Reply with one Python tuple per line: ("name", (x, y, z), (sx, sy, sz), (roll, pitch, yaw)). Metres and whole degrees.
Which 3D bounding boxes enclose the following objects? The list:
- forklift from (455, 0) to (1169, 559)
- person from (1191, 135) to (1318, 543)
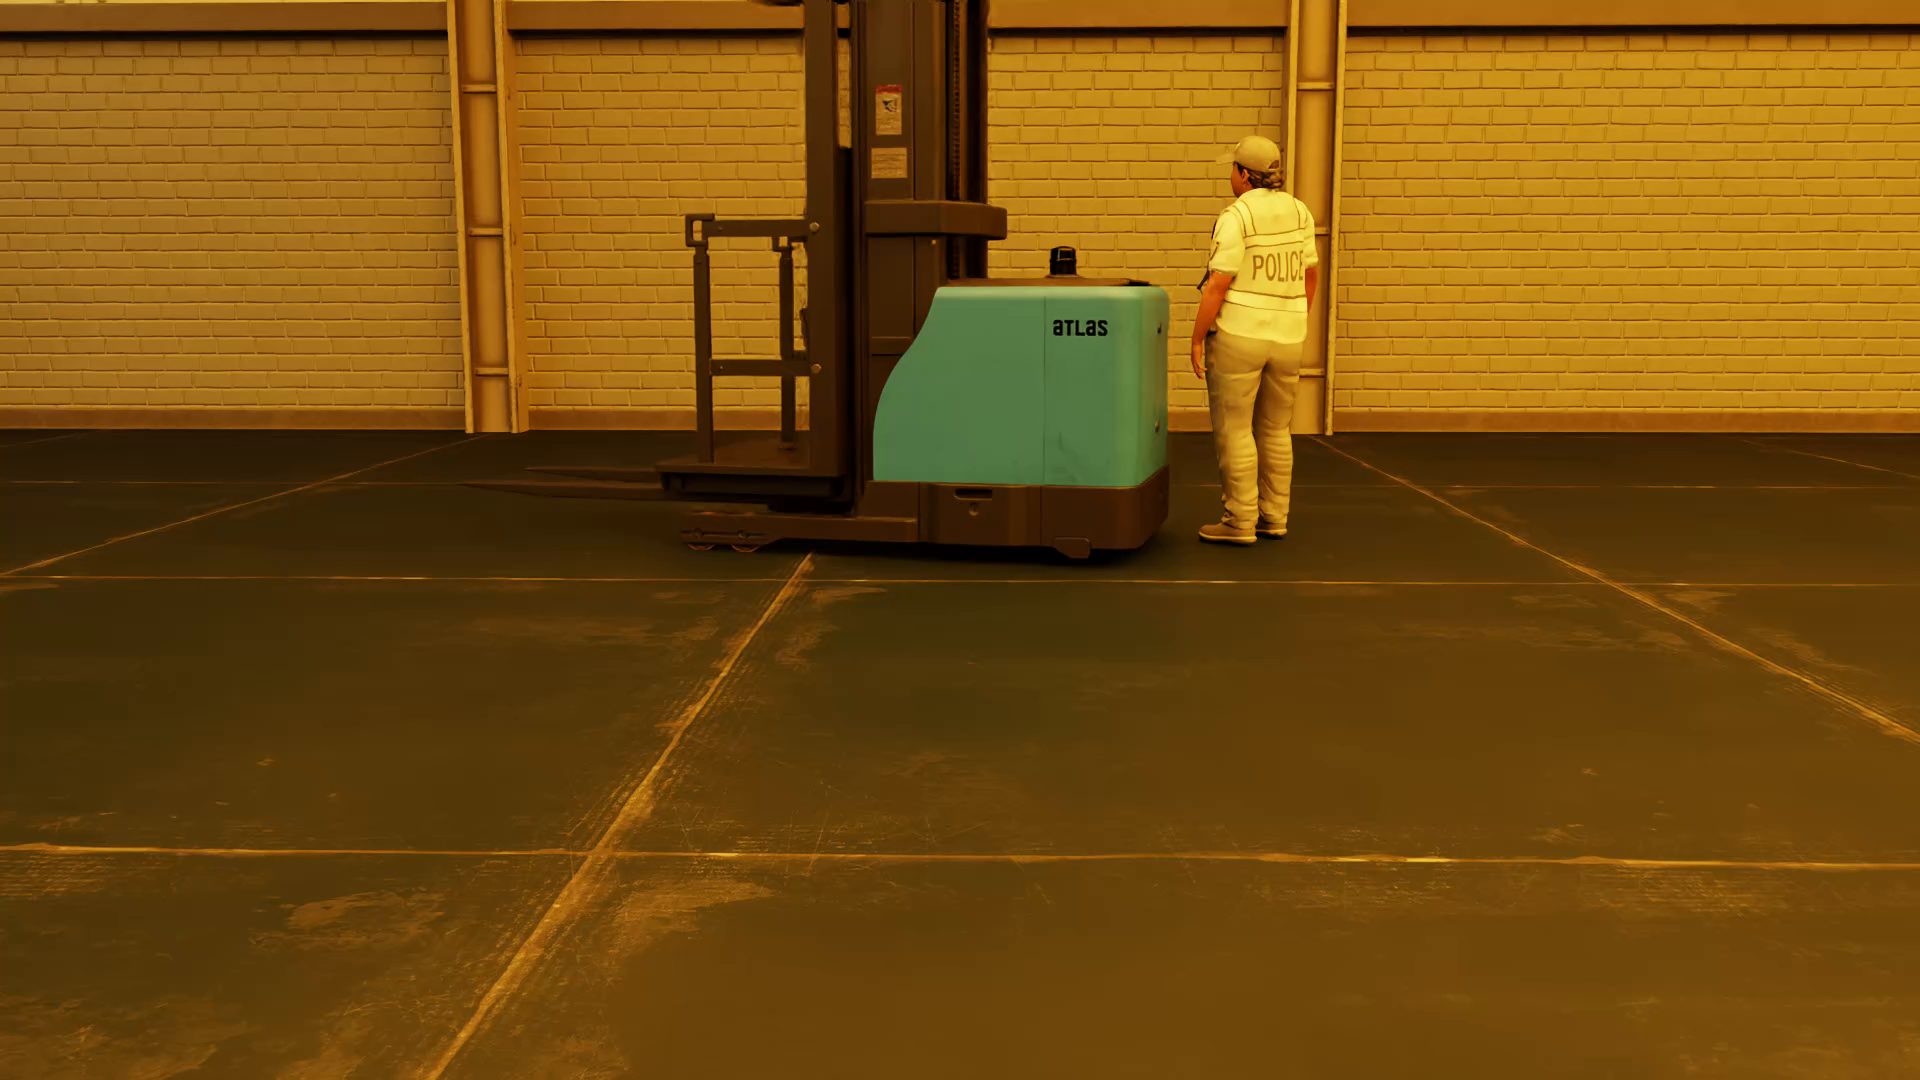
("forklift", (-0.661, -1.469, 7.040), (3.031, 2.935, 1.130), (2, 9, 14))
("person", (1.189, -0.822, 6.946), (0.599, 1.670, 0.529), (-5, 10, -28))
